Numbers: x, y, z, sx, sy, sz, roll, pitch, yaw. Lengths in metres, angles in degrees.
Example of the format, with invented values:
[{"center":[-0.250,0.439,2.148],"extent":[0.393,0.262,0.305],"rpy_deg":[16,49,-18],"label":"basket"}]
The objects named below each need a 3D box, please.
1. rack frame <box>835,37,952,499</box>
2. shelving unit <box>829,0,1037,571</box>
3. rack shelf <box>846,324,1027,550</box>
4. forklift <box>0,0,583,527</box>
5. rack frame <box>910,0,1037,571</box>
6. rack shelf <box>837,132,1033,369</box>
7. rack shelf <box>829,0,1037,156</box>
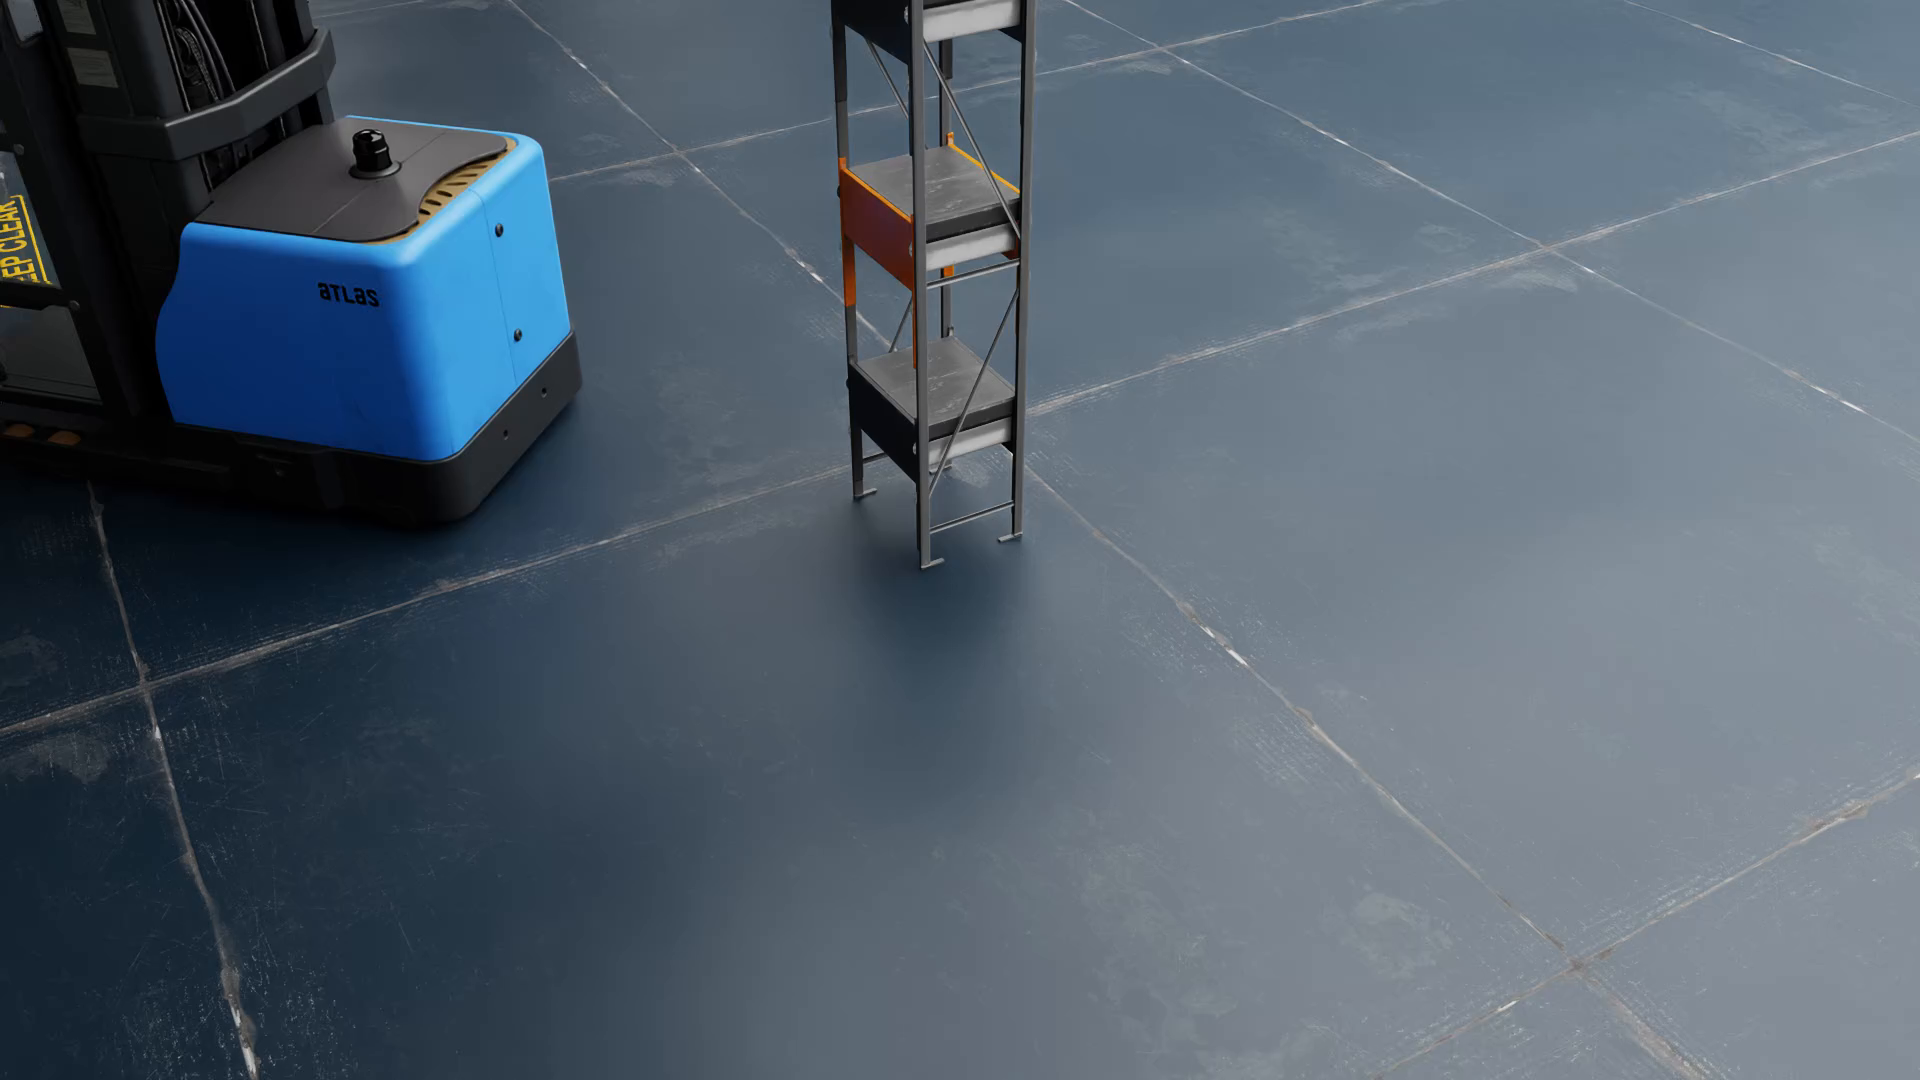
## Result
[{"center":[-0.206,-1.057,5.417],"extent":[0.400,2.100,0.015],"rpy_deg":[-19,40,-24],"label":"rack frame"},{"center":[-0.083,-0.932,5.246],"extent":[0.431,2.100,0.503],"rpy_deg":[-19,40,-24],"label":"shelving unit"},{"center":[-0.083,-0.356,5.667],"extent":[0.431,0.518,0.480],"rpy_deg":[-19,40,-24],"label":"rack shelf"},{"center":[-3.039,-1.703,5.596],"extent":[3.031,2.935,1.130],"rpy_deg":[9,37,12],"label":"forklift"},{"center":[0.039,-0.808,5.076],"extent":[0.400,2.100,0.015],"rpy_deg":[-19,40,-24],"label":"rack frame"},{"center":[-0.083,-0.921,5.254],"extent":[0.431,0.518,0.480],"rpy_deg":[-19,40,-24],"label":"rack shelf"},{"center":[-0.083,-1.487,4.841],"extent":[0.431,0.518,0.480],"rpy_deg":[-19,40,-24],"label":"rack shelf"}]
